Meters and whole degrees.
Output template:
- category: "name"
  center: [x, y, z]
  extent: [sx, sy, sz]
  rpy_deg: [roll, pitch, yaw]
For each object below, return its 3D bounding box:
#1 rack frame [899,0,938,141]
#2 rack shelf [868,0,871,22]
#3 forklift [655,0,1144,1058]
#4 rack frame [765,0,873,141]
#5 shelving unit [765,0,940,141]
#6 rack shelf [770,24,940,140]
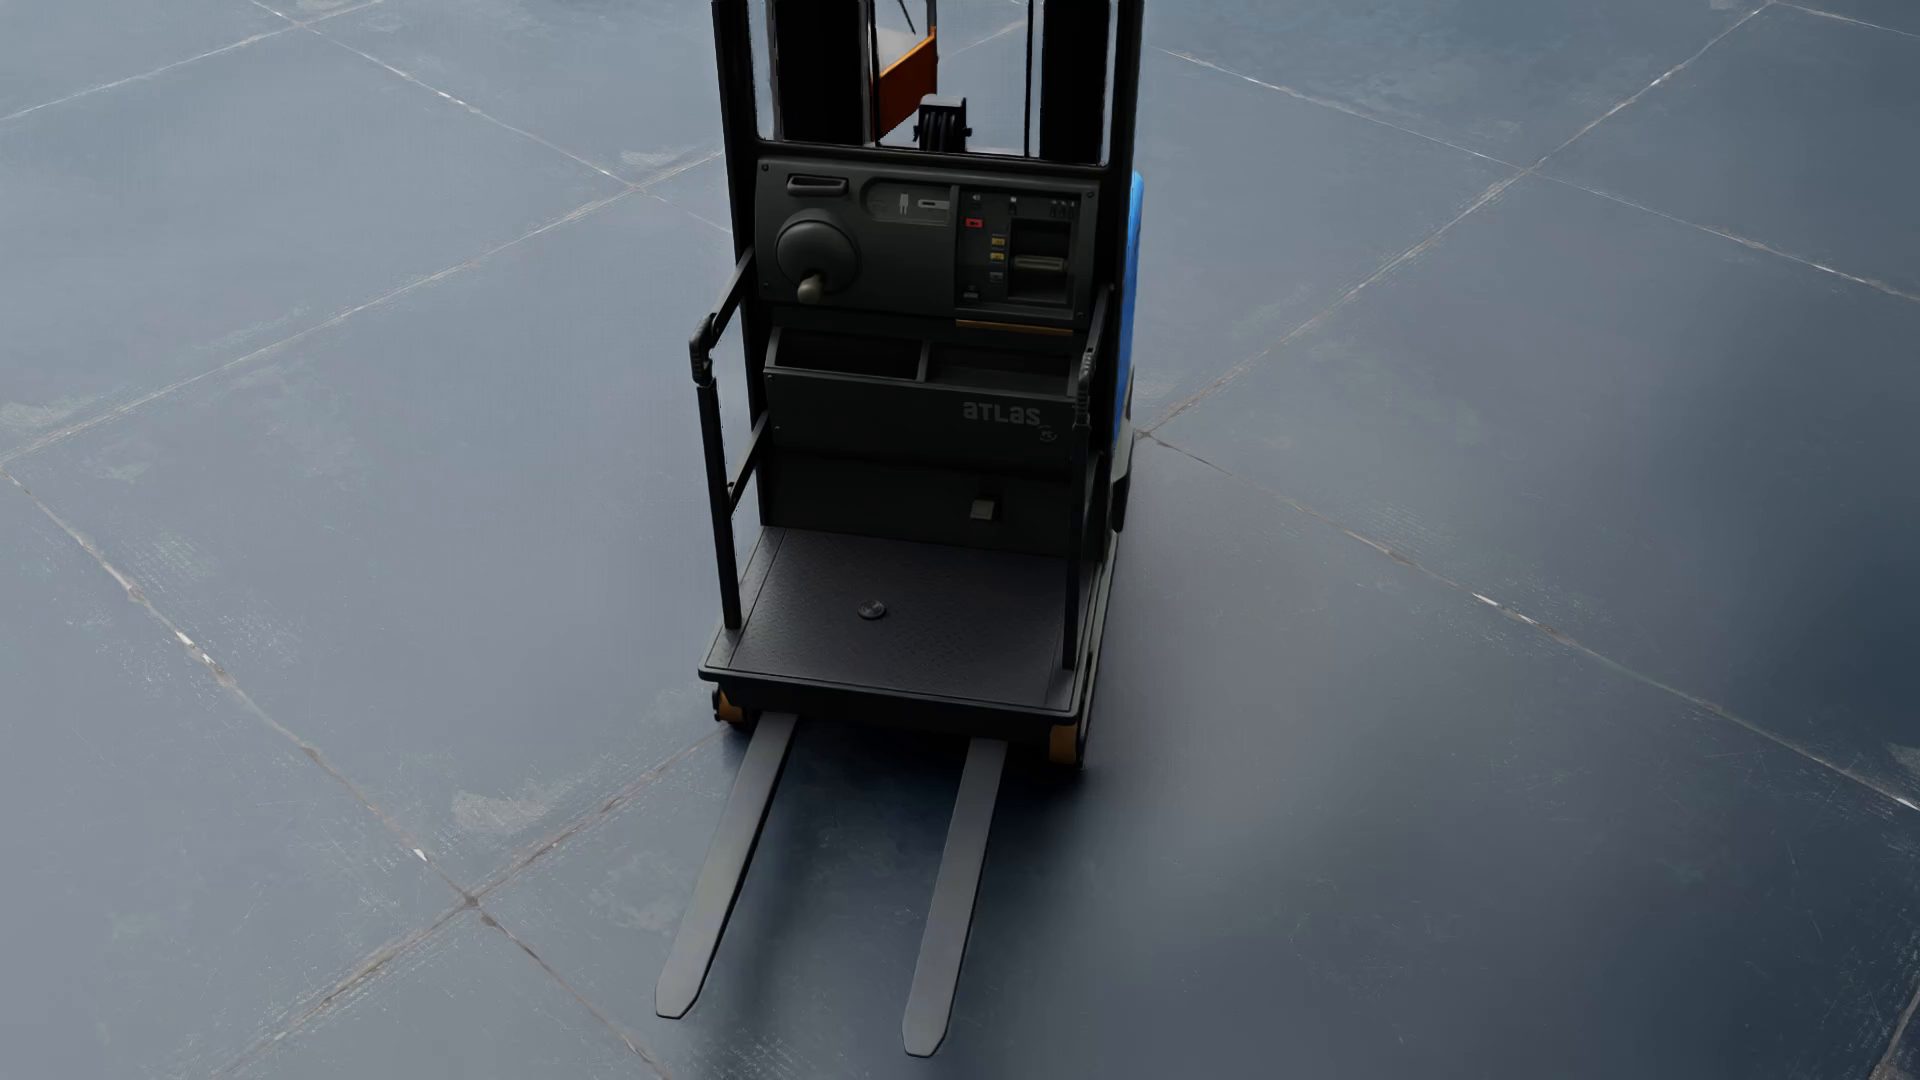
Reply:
- category: "rack frame"
  center: [-0.263, -1.722, 6.228]
  extent: [0.400, 2.100, 0.015]
  rpy_deg: [18, 42, 21]
- category: "rack shelf"
  center: [-0.374, -2.123, 5.631]
  extent: [0.431, 0.518, 0.480]
  rpy_deg: [18, 42, 21]
- category: "forklift"
  center: [-0.131, -0.730, 4.314]
  extent: [1.130, 2.935, 3.031]
  rpy_deg: [6, 39, 8]
- category: "rack frame"
  center: [-0.484, -1.451, 5.888]
  extent: [0.400, 2.100, 0.015]
  rpy_deg: [18, 42, 21]
- category: "shelving unit"
  center: [-0.374, -1.586, 6.058]
  extent: [0.431, 2.100, 0.503]
  rpy_deg: [18, 42, 21]
- category: "rack shelf"
  center: [-0.374, -1.576, 6.066]
  extent: [0.431, 0.518, 0.480]
  rpy_deg: [18, 42, 21]
